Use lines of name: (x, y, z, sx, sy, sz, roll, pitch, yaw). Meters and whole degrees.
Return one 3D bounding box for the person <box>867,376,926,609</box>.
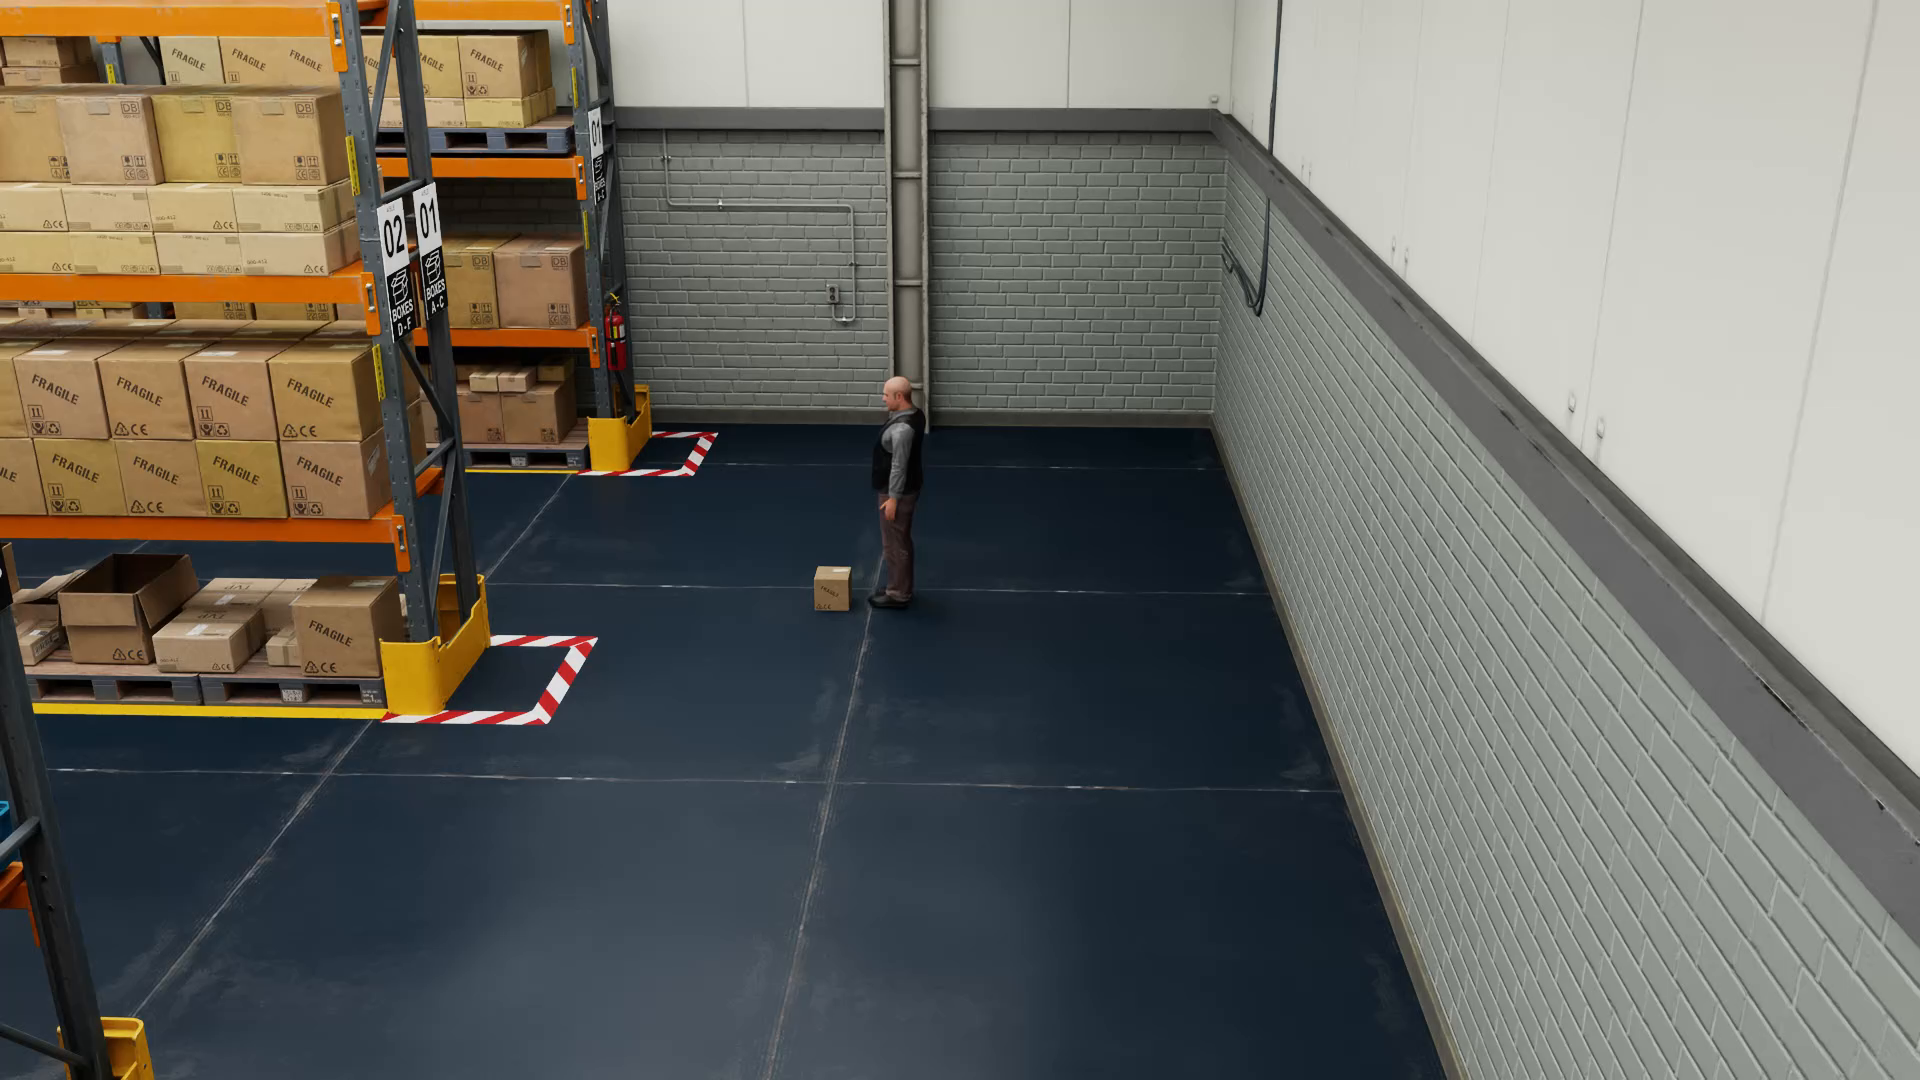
person: (-0.469, -0.331, 11.976, 0.413, 1.744, 0.548, 4, 21, 9)
